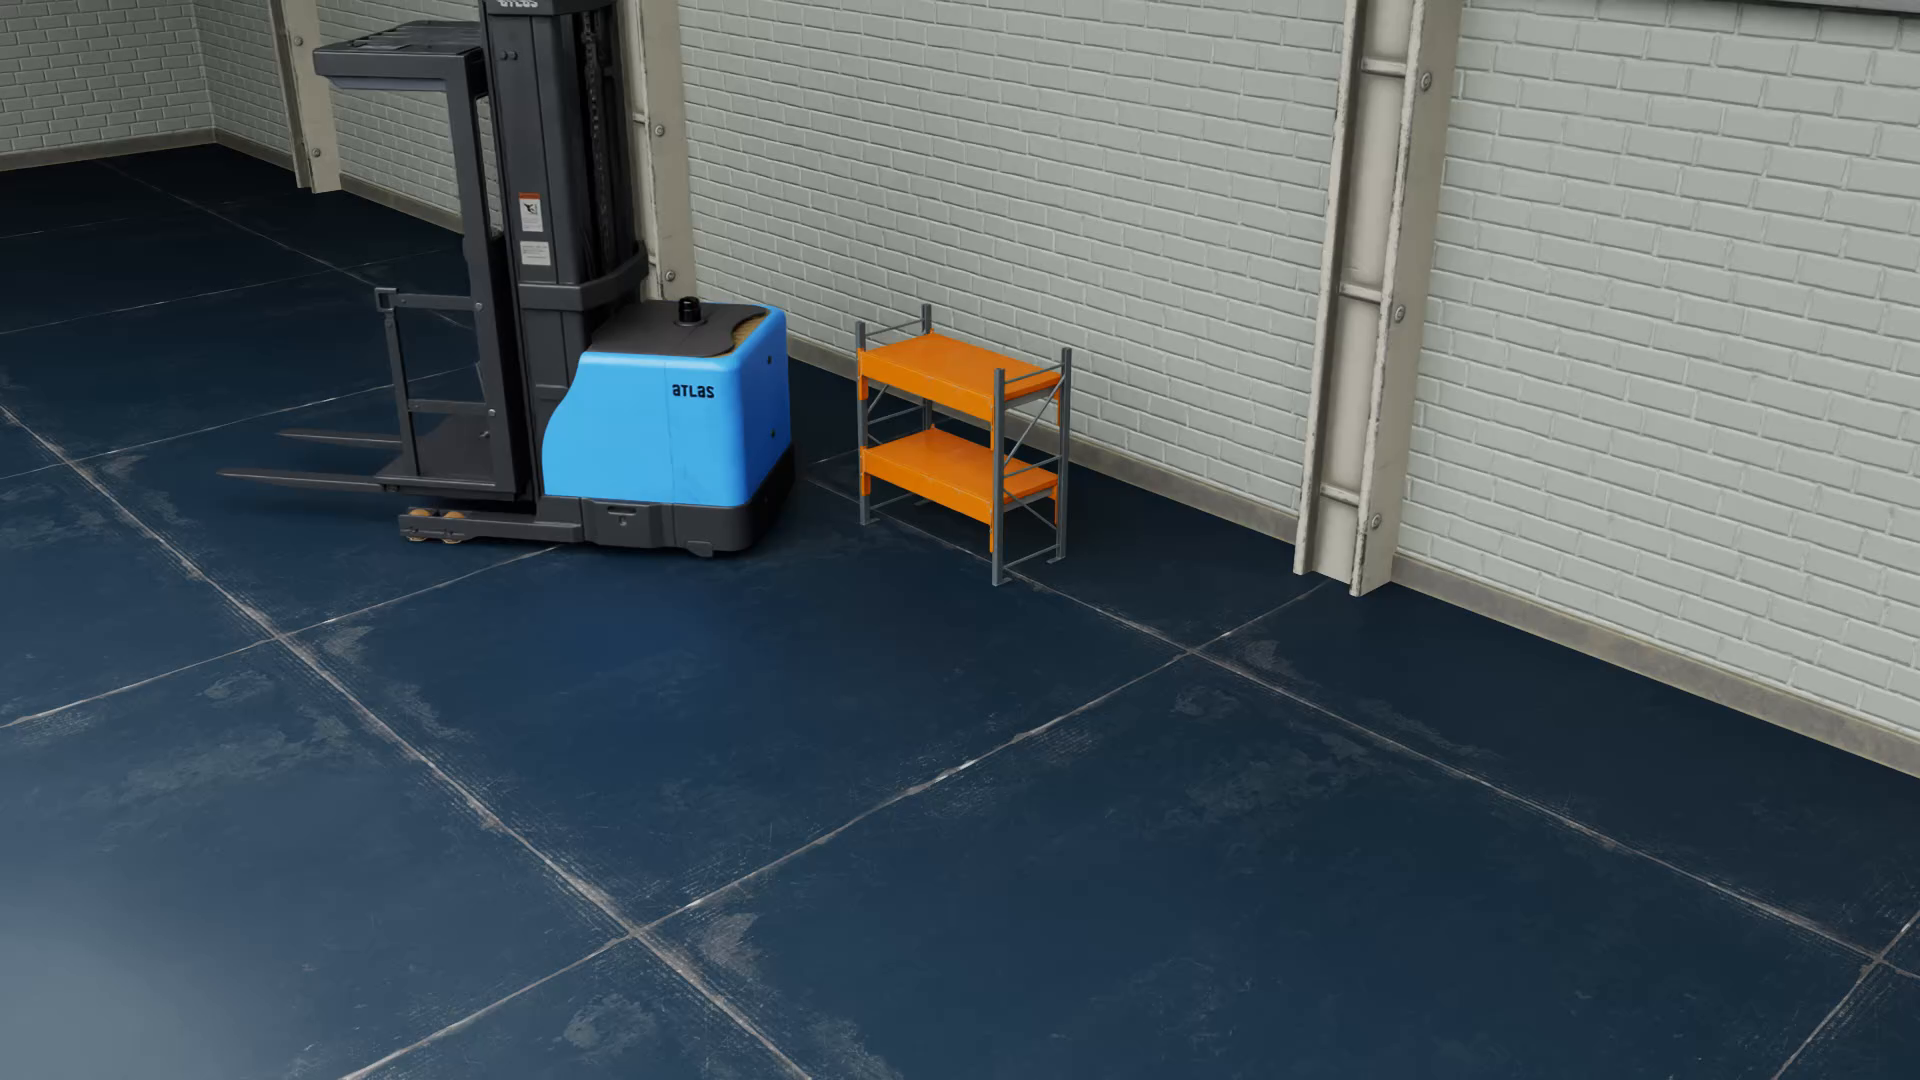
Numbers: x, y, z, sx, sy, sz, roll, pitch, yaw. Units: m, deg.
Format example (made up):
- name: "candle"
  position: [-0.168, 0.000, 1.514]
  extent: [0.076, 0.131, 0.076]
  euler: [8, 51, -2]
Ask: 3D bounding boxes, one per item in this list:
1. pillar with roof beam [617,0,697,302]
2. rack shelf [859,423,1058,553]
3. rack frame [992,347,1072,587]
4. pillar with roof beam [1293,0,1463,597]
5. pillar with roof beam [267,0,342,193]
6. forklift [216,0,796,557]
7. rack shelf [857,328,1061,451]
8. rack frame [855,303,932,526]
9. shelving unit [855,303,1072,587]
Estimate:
- name: "pillar with roof beam"
  position: [-5.318, -4.514, 7.803]
  extent: [9.100, 9.000, 0.400]
  euler: [-21, 32, -38]
- name: "rack shelf"
  position: [0.005, -0.287, 8.614]
  extent: [0.538, 0.278, 1.000]
  euler: [-21, 32, -38]
- name: "rack frame"
  position: [0.352, -0.356, 8.174]
  extent: [0.500, 1.125, 0.032]
  euler: [-21, 32, -38]
- name: "pillar with roof beam"
  position: [-1.217, -2.696, 3.818]
  extent: [9.100, 9.000, 0.400]
  euler: [-21, 32, -38]
- name: "pillar with roof beam"
  position: [-9.419, -6.332, 11.787]
  extent: [9.100, 9.000, 0.400]
  euler: [-21, 32, -38]
- name: "forklift"
  position: [-2.484, -1.523, 8.556]
  extent: [3.031, 2.935, 1.130]
  euler: [4, 25, 9]
- name: "rack shelf"
  position: [0.005, -0.776, 8.391]
  extent: [0.538, 0.278, 1.000]
  euler: [-21, 32, -38]
- name: "rack frame"
  position: [-0.343, -0.664, 8.850]
  extent: [0.500, 1.125, 0.032]
  euler: [-21, 32, -38]
- name: "shelving unit"
  position: [0.005, -0.510, 8.512]
  extent: [0.538, 1.125, 1.048]
  euler: [-21, 32, -38]
